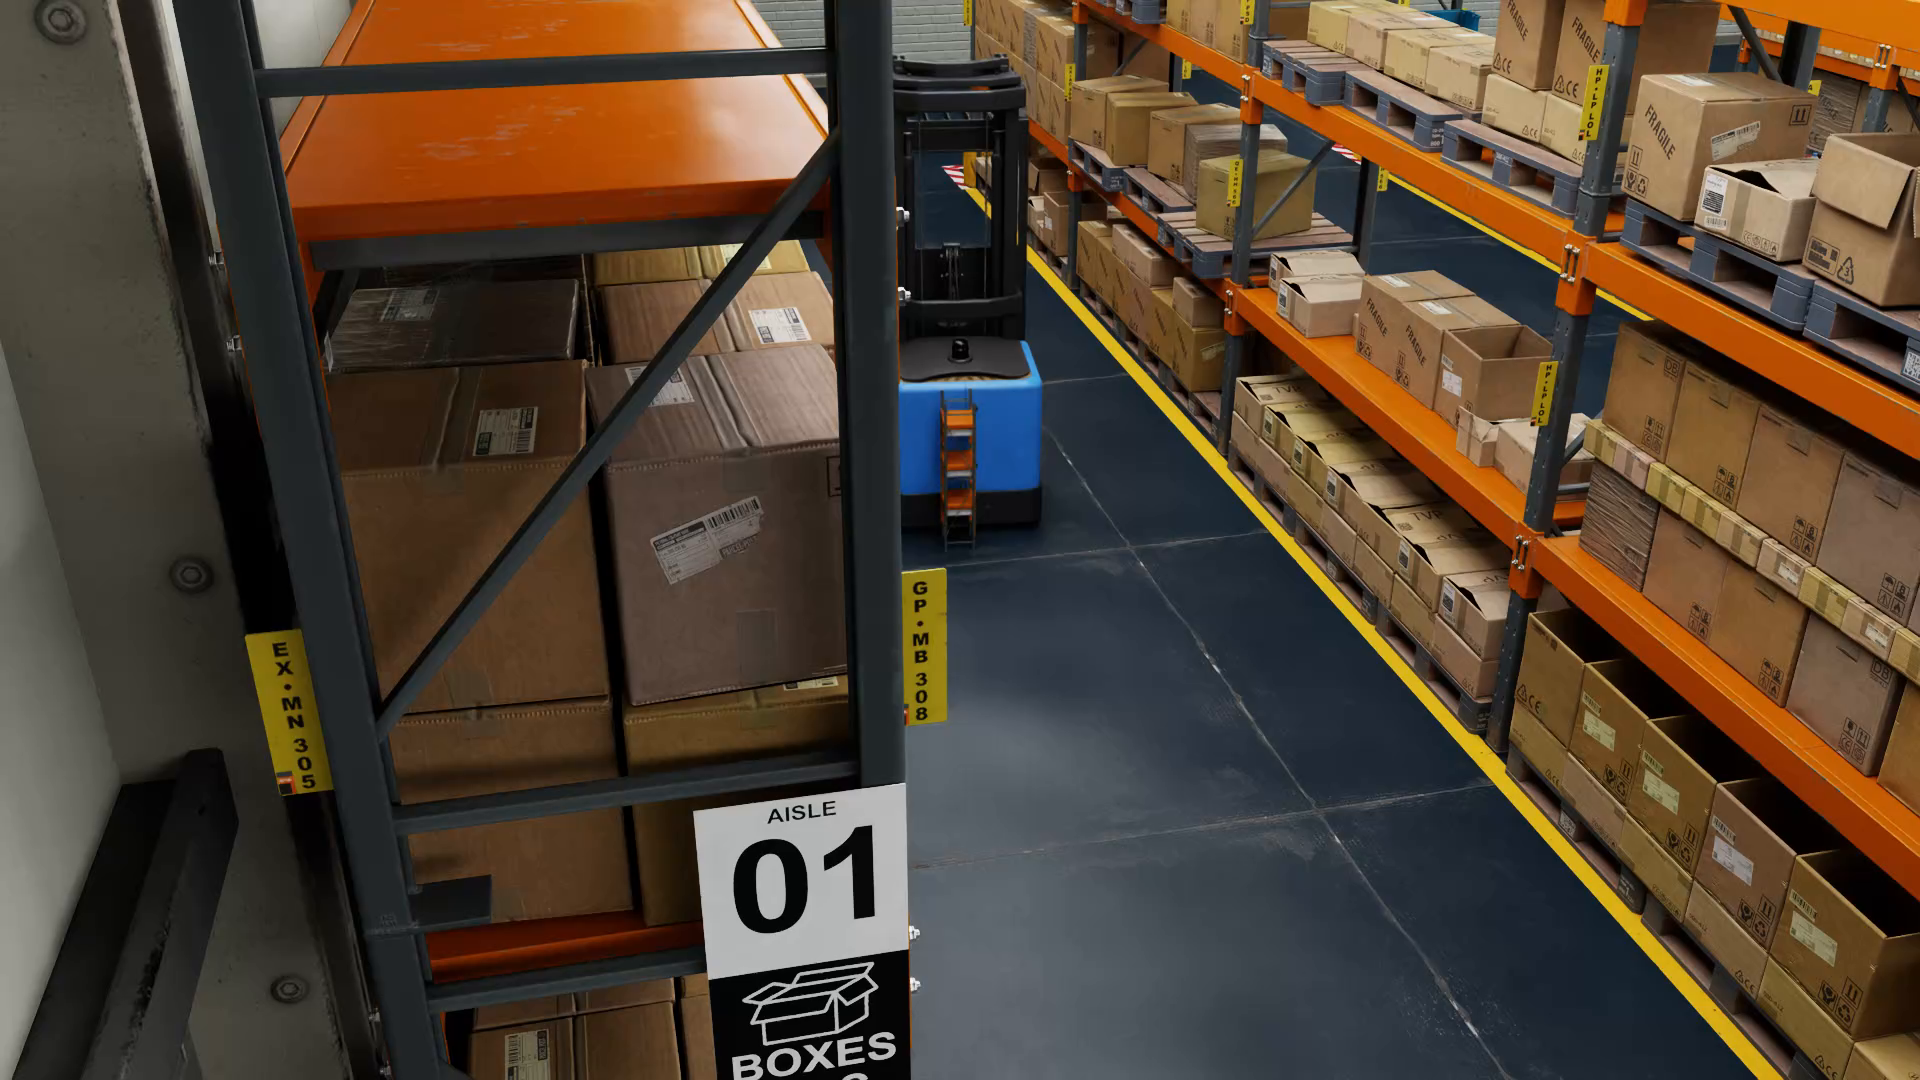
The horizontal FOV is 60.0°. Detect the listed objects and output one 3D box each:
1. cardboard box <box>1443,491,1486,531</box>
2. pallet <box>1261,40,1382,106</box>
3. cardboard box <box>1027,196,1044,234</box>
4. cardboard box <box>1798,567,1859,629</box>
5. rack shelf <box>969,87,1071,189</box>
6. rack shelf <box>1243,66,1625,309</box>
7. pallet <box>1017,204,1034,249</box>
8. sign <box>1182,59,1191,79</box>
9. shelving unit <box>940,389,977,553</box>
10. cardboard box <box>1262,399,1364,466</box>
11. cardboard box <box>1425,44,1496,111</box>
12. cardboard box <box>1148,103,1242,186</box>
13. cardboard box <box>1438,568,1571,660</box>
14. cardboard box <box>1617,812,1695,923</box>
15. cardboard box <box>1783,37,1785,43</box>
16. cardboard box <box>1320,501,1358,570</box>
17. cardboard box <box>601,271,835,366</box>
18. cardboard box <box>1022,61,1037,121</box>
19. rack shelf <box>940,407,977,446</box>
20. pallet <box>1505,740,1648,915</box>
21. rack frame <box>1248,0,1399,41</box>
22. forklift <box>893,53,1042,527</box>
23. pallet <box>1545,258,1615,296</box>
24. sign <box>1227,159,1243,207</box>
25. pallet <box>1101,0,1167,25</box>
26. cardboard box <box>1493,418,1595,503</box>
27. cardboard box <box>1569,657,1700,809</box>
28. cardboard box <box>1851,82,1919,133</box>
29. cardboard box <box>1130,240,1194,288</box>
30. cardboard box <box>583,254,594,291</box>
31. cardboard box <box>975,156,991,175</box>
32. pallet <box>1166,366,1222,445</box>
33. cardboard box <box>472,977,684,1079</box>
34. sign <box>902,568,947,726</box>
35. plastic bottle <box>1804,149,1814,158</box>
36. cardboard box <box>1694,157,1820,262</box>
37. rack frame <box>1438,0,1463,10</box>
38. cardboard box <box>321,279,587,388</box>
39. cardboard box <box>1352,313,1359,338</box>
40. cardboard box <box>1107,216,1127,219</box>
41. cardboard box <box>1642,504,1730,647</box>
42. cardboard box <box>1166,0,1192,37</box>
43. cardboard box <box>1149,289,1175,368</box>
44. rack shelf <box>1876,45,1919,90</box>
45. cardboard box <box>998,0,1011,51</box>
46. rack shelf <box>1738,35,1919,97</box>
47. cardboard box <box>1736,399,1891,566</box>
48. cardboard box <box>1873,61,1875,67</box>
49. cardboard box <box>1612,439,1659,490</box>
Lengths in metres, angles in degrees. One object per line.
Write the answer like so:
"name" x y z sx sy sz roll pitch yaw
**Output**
"cardboard box" 3.246 -0.139 10.006 0.500 0.311 0.500 -7 28 -13
"pallet" 2.660 -2.997 10.585 1.213 0.211 1.003 -5 27 -9
"cardboard box" 0.945 -3.333 16.868 0.500 0.311 0.500 -6 27 -12
"cardboard box" 3.546 0.208 6.524 0.380 0.149 0.250 -6 27 -12
"rack shelf" 1.068 -4.344 17.172 1.077 0.370 4.000 -6 27 -12
"rack shelf" 2.871 -2.171 9.538 1.077 0.370 4.000 -6 27 -12
"pallet" 1.087 -3.380 17.559 1.003 0.211 1.213 -6 27 -12
"sign" 2.059 -4.362 15.124 0.100 0.325 0.005 -6 27 -12
"shelving unit" -0.012 -0.443 10.809 0.215 1.050 0.252 -2 27 -5
"cardboard box" 2.379 -0.752 11.220 0.500 0.311 0.500 -7 28 -13
"cardboard box" 2.951 -2.580 9.251 0.500 0.250 0.500 -8 28 -16
"cardboard box" 1.977 -3.250 13.629 0.700 0.500 0.500 -13 30 -25
"cardboard box" 2.951 0.366 9.005 0.500 0.311 0.500 -6 27 -12
"cardboard box" 3.346 1.440 7.501 0.500 0.250 0.500 -6 27 -12
"cardboard box" 10.146 -6.021 19.975 0.380 0.149 0.250 -7 28 -13
"cardboard box" 2.605 -0.058 10.467 0.500 0.250 0.500 -5 27 -11
"cardboard box" -0.516 -0.272 3.735 0.500 0.500 0.500 -6 27 -12
"cardboard box" 0.921 -4.476 16.525 0.500 0.500 0.500 -5 27 -10
"rack shelf" -0.012 -0.687 10.686 0.215 0.259 0.240 -2 27 -5
"pallet" 3.460 1.323 8.240 1.003 0.211 1.213 -6 27 -12
"rack frame" 2.420 -4.709 10.439 1.000 3.000 0.127 -6 27 -12
"forklift" -0.101 -2.025 11.855 1.130 2.935 3.031 -2 27 -5
"pallet" 6.479 -2.700 16.212 1.003 0.211 1.213 -6 27 -12
"sign" 1.894 -2.453 11.431 0.100 0.325 0.005 -6 27 -12
"pallet" 1.834 -4.294 13.154 1.213 0.211 1.003 -6 27 -12
"cardboard box" 3.168 -0.420 8.765 0.500 0.250 0.500 -4 27 -8
"cardboard box" 3.242 0.885 7.768 0.500 0.500 0.500 -6 27 -12
"cardboard box" 10.898 -4.723 19.017 0.875 0.875 0.875 -6 27 -12
"cardboard box" 1.729 -2.306 13.790 0.500 0.250 0.500 -6 27 -13
"cardboard box" -1.047 -0.743 5.777 0.500 0.500 0.500 -8 28 -16
"cardboard box" 0.377 -4.248 18.859 0.380 0.149 0.250 -6 27 -12
"pallet" 2.289 -1.118 13.076 1.003 0.211 1.213 -6 27 -12
"cardboard box" -1.019 1.302 4.500 0.500 0.500 0.500 -6 27 -11
"sign" -0.074 0.201 3.070 0.100 0.325 0.005 -6 27 -12
"plastic bottle" 7.249 -3.215 14.266 0.061 0.283 0.133 -6 27 -12
"cardboard box" 3.300 -1.339 6.569 0.500 0.311 0.500 -7 28 -14
"rack frame" 5.444 -6.044 19.742 1.000 3.000 0.127 -6 27 -12
"cardboard box" -1.088 -0.254 3.700 0.500 0.500 0.500 -4 27 -8
"cardboard box" 2.763 -1.365 10.750 0.380 0.149 0.250 -4 27 -8
"cardboard box" 1.635 -2.989 16.185 0.500 0.311 0.500 -6 27 -12
"cardboard box" 3.553 0.106 7.447 0.700 0.500 0.500 -6 27 -12
"cardboard box" 2.057 -4.055 12.361 0.910 0.500 0.500 -6 27 -12
"cardboard box" 1.865 -1.725 13.472 0.500 0.500 0.500 -7 28 -13
"rack shelf" 7.698 -2.672 10.531 1.077 0.370 4.000 -6 27 -12
"cardboard box" 0.694 -5.363 17.173 0.500 0.500 0.500 -6 27 -11
"rack shelf" 10.721 -5.348 19.162 1.077 0.370 4.000 -6 27 -12
"cardboard box" 3.655 -0.263 6.738 0.700 0.500 0.500 -6 27 -12
"cardboard box" 10.493 -5.344 18.633 0.380 0.149 0.250 -6 27 -12
"cardboard box" 3.250 -0.361 7.652 0.380 0.149 0.250 -6 27 -11
